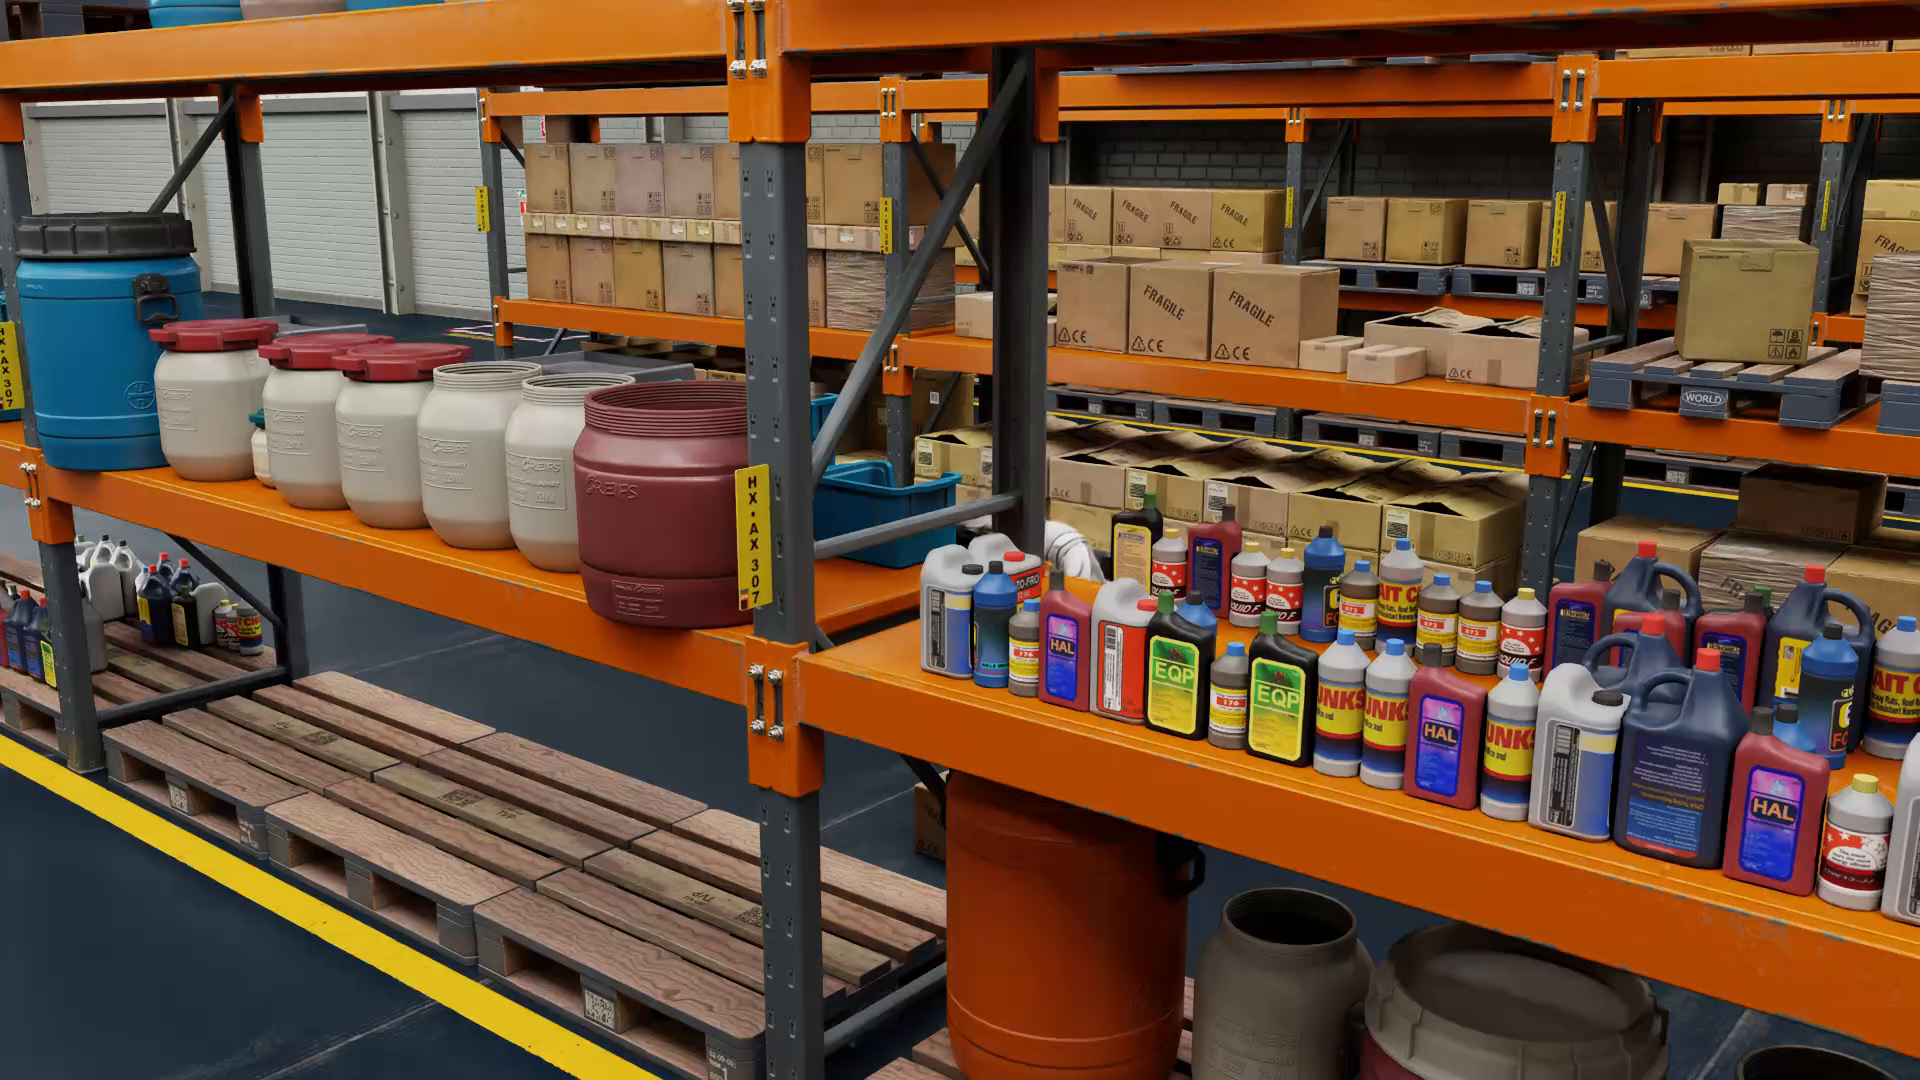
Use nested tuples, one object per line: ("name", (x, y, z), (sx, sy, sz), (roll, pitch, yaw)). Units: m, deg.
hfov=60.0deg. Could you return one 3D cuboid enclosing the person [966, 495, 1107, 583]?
("person", (0.313, 0.413, 6.117), (0.495, 1.274, 0.769), (11, 17, 38))
